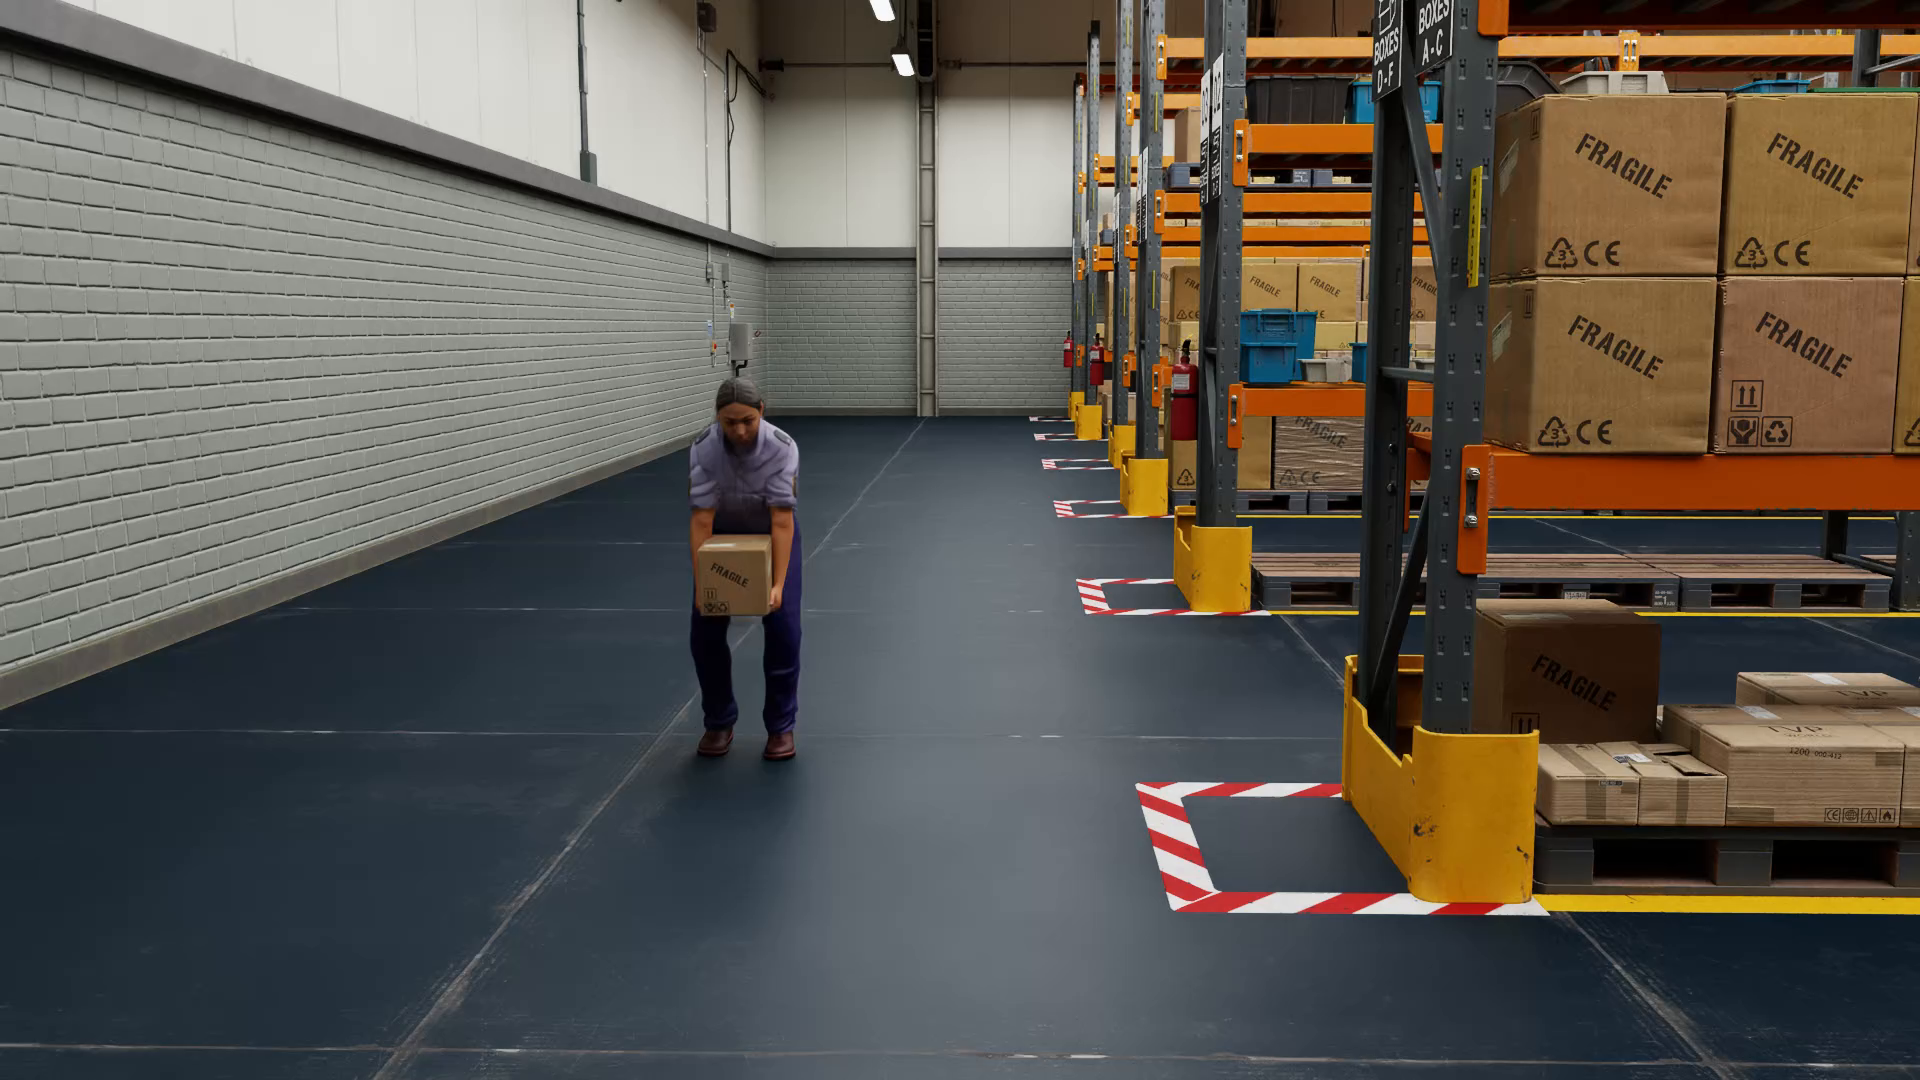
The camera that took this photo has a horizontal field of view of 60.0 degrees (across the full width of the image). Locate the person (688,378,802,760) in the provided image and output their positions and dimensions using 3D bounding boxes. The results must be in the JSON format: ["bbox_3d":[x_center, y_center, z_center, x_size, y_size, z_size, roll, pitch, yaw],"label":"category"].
[{"bbox_3d":[-0.831,0.111,6.403,0.449,1.483,0.684,0,7,0],"label":"person"}]
